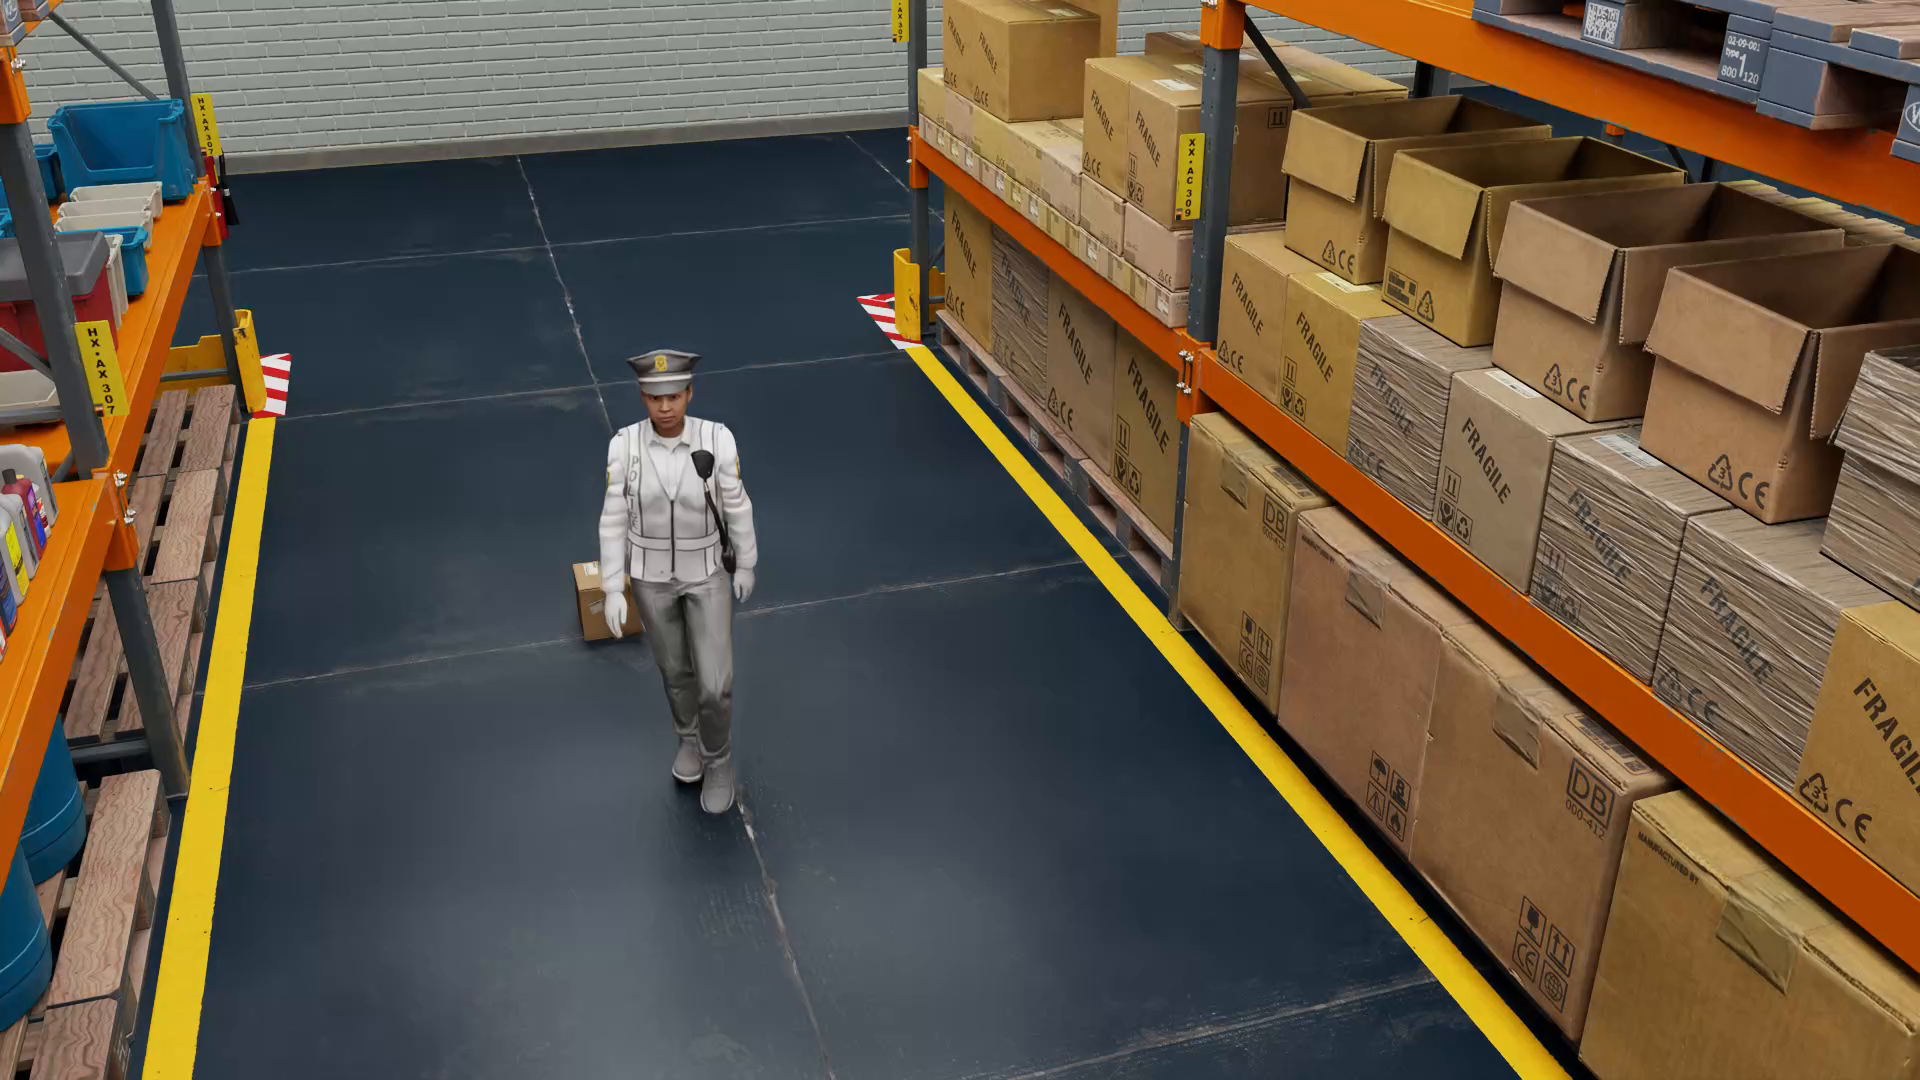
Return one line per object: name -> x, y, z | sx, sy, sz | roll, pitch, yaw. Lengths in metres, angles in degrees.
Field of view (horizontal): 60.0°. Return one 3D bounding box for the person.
person -> -0.968, 0.159, 5.770 | 0.518, 1.740, 0.484 | -1, 27, -2
